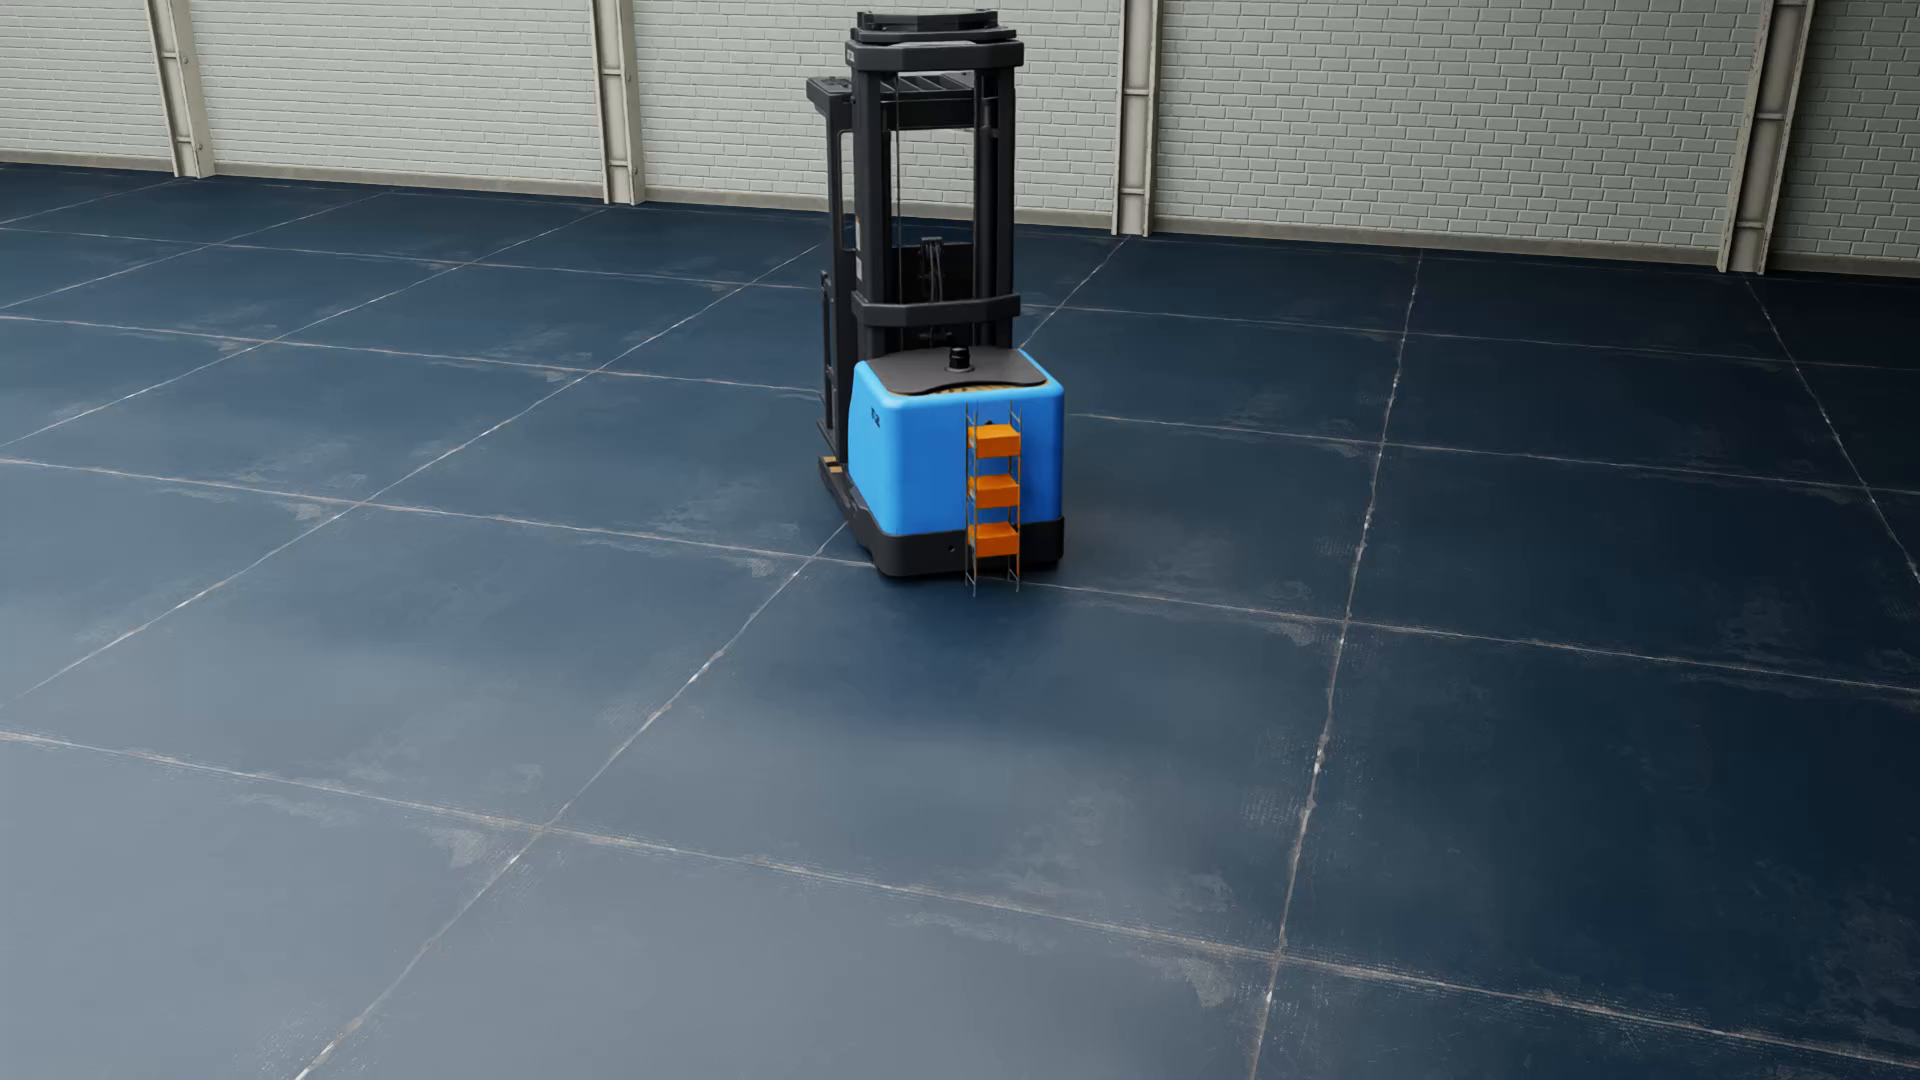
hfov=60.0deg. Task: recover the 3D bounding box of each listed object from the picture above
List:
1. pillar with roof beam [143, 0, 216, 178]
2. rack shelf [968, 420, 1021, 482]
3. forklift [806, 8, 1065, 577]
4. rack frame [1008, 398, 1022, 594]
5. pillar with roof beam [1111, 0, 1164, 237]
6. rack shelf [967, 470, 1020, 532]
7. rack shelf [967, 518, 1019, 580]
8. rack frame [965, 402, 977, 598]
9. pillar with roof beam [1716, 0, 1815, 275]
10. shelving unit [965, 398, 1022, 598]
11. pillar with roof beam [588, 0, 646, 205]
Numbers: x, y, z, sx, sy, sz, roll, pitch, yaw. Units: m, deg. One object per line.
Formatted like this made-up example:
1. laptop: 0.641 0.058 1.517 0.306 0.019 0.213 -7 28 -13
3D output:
1. pillar with roof beam: -10.887 -7.202 15.469 0.400 9.000 9.100 7 23 16
2. rack shelf: 0.176 -0.472 8.816 0.240 0.259 0.215 -6 23 -14
3. forklift: -0.284 -1.686 10.019 1.130 2.935 3.031 -6 23 -14
4. rack frame: 0.294 -0.231 8.949 0.008 1.050 0.200 -6 23 -14
5. pillar with roof beam: 0.601 -5.886 12.262 0.400 9.000 9.100 7 23 16
6. rack shelf: 0.176 -0.209 8.924 0.240 0.259 0.215 -6 23 -14
7. rack shelf: 0.176 0.048 9.030 0.240 0.259 0.215 -6 23 -14
8. rack frame: 0.058 -0.207 8.892 0.008 1.050 0.200 -6 23 -14
9. pillar with roof beam: 6.346 -5.228 10.659 0.400 9.000 9.100 7 23 16
10. shelving unit: 0.176 -0.219 8.920 0.252 1.050 0.215 -6 23 -14
11. pillar with roof beam: -5.143 -6.544 13.866 0.400 9.000 9.100 7 23 16
